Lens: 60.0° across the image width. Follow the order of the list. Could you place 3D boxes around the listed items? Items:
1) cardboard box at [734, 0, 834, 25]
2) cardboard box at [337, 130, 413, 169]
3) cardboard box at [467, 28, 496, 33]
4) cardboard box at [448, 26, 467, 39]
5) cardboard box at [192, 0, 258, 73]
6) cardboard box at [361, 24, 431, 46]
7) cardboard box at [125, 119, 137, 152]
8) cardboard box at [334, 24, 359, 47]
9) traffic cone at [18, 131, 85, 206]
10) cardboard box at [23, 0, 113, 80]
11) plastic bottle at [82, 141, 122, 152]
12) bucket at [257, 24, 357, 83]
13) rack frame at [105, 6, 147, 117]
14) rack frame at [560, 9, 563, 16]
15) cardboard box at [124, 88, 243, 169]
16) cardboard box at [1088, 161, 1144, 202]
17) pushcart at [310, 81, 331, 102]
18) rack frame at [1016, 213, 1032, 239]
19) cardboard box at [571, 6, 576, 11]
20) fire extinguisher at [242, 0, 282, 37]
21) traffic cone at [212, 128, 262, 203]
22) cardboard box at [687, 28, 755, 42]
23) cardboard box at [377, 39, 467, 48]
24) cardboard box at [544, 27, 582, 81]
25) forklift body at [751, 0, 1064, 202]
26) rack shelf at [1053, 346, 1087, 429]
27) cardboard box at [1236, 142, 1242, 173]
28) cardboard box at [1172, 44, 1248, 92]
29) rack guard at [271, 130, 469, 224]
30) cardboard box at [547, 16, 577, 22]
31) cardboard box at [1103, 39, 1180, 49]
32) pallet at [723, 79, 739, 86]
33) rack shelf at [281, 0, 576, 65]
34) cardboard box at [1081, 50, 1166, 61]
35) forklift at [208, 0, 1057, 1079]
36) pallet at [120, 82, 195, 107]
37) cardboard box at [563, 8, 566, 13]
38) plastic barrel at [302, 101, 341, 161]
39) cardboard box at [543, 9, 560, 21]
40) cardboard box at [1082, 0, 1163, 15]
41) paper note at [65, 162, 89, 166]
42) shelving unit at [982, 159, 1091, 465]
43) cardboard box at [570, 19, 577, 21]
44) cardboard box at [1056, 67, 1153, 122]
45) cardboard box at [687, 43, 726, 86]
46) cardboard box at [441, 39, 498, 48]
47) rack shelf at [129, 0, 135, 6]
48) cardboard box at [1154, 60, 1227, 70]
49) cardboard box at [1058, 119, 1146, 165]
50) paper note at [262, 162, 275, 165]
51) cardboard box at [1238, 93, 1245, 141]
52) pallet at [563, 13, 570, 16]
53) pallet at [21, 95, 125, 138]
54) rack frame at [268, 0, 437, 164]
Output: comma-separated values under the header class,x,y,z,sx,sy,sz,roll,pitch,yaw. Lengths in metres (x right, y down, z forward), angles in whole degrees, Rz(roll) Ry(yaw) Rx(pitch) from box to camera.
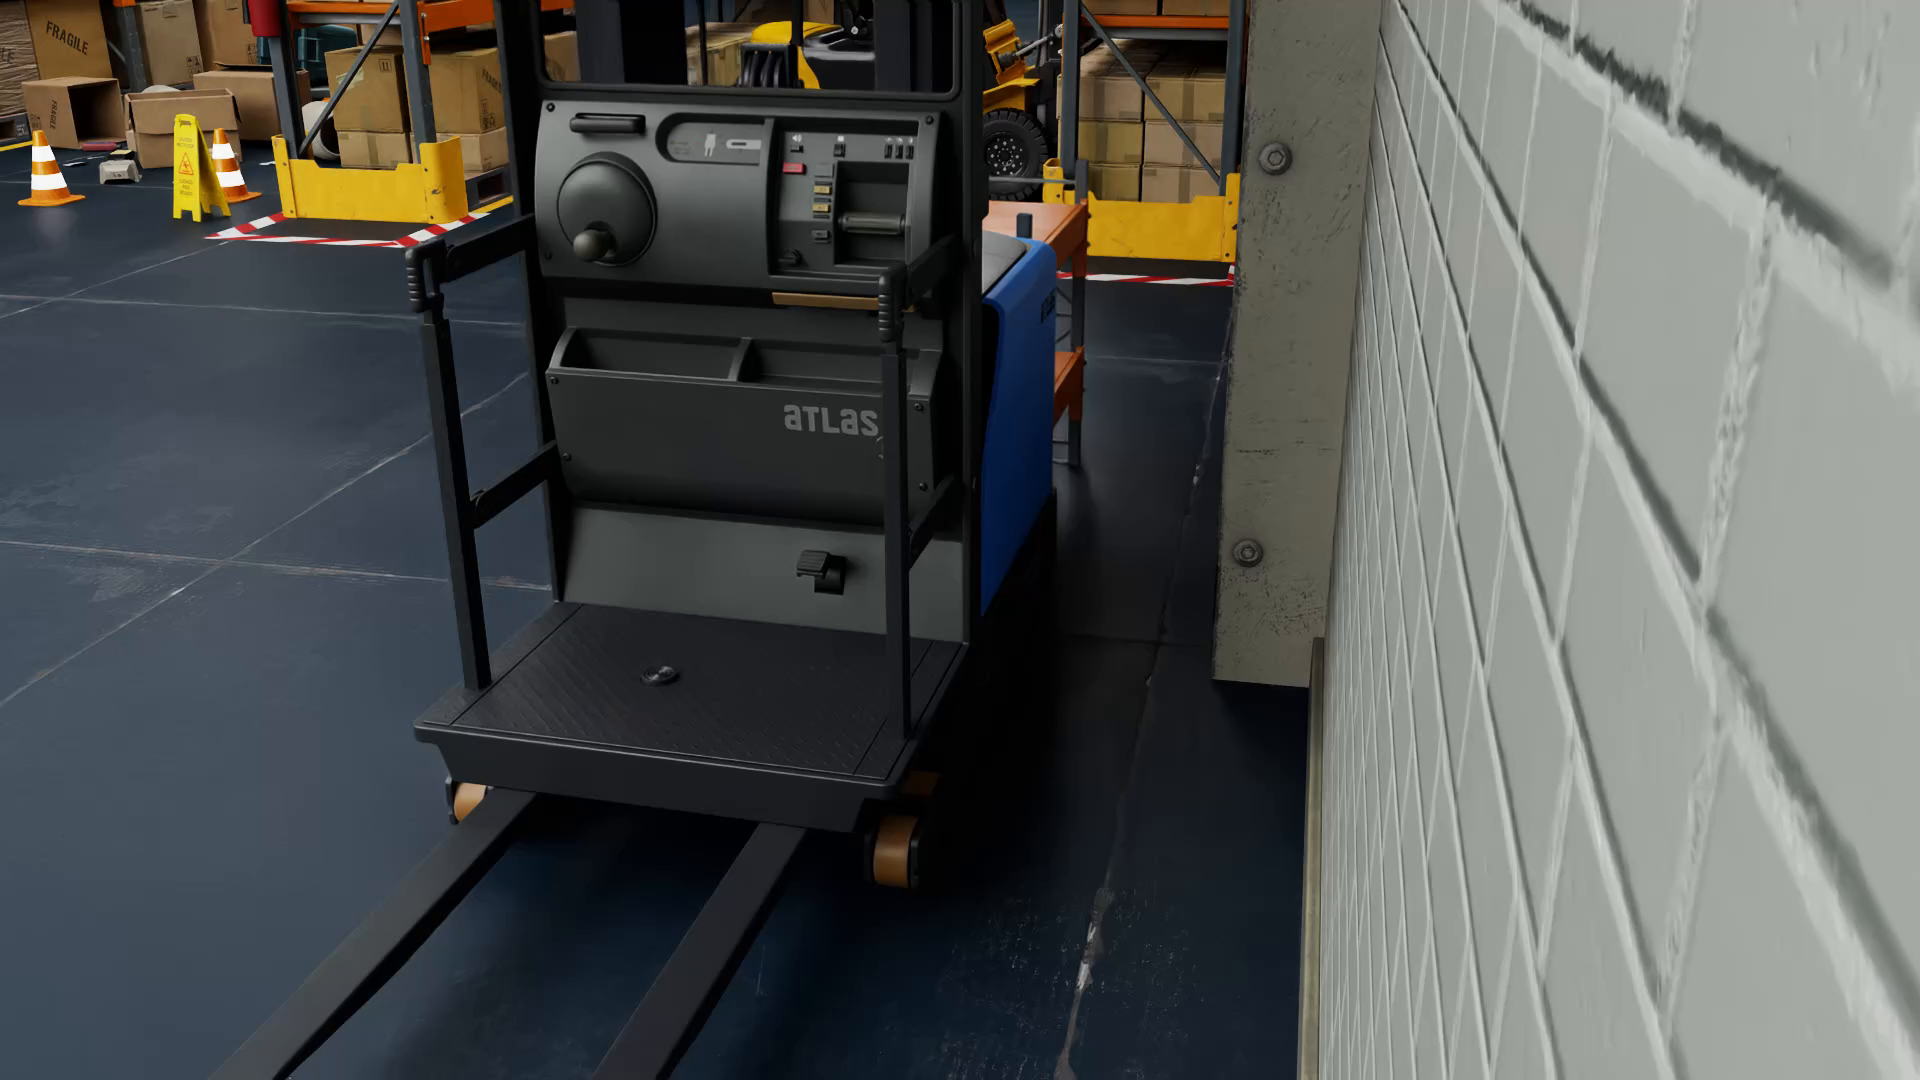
class,x,y,z,sx,sy,sz,roll,pitch,yaw
cardboard box,-1.927,-5.837,18.294,0.875,0.875,0.875,4,22,10
cardboard box,-3.876,-2.700,11.342,0.500,0.250,0.500,4,22,11
cardboard box,-3.556,-3.605,12.583,0.500,0.500,0.500,6,23,14
cardboard box,-3.755,-3.664,11.863,0.380,0.149,0.250,5,23,13
cardboard box,-7.593,-4.997,16.375,1.050,0.750,0.750,4,22,11
cardboard box,-3.865,-3.477,11.396,0.380,0.149,0.250,5,22,12
cardboard box,-6.380,-3.222,13.178,0.396,0.266,0.258,8,23,20
cardboard box,-7.228,-5.658,18.015,1.050,0.750,0.750,4,22,10
traffic cone,-6.113,-2.495,11.109,0.336,0.463,0.334,4,22,11
cardboard box,-8.029,-4.244,14.338,0.875,0.875,0.875,5,22,12
plastic bottle,-6.806,-3.129,13.222,0.283,0.061,0.133,-3,22,-8
bucket,-5.603,-4.221,14.345,0.726,0.611,0.620,13,15,29
rack frame,-7.832,-5.259,14.577,1.000,3.000,0.127,4,22,11
rack frame,-2.966,-4.919,13.732,1.000,3.000,0.127,4,22,11
cardboard box,-5.902,-3.134,12.640,0.797,0.503,0.637,-11,25,-26
cardboard box,0.865,-2.194,10.085,0.500,0.250,0.500,5,22,11
pushcart,-5.208,-3.858,14.608,1.648,0.377,0.936,-3,22,-8
rack frame,-0.032,-0.462,5.175,0.500,1.125,0.032,5,23,13
cardboard box,-5.586,-7.644,23.752,0.380,0.149,0.250,4,22,9
fire extinguisher,-4.256,-3.414,10.097,0.296,0.674,0.183,4,22,11
traffic cone,-4.957,-2.535,11.208,0.336,0.463,0.334,4,22,11
cardboard box,-2.417,-4.882,16.594,0.950,0.372,0.625,4,22,10
cardboard box,-3.771,-3.227,11.646,0.500,0.500,0.500,5,23,13
cardboard box,-3.029,-3.577,12.513,0.500,0.500,0.500,6,23,14
forklift body,-0.321,-3.518,11.389,2.313,2.155,1.214,4,22,11
rack shelf,0.087,-0.420,5.725,0.538,0.278,1.000,5,23,13
cardboard box,1.499,-2.346,10.461,0.500,0.250,0.500,5,22,11
cardboard box,1.684,-3.176,11.183,0.500,0.250,0.500,4,22,10
rack guard,-3.766,-2.324,10.636,1.175,0.500,0.348,4,22,11
cardboard box,-3.350,-3.991,13.542,0.500,0.500,0.500,6,23,13
cardboard box,1.284,-3.403,11.748,0.500,0.250,0.500,5,23,13
pallet,-2.562,-4.358,16.071,1.003,0.211,1.213,4,22,11
rack shelf,-3.374,-3.854,12.050,1.077,0.370,4.000,4,22,11
cardboard box,1.058,-3.027,10.814,0.500,0.250,0.500,5,22,12
forklift,-0.548,-0.753,3.478,1.130,2.935,3.031,5,23,13
pallet,-7.749,-4.254,15.813,1.003,0.211,1.213,4,22,11
cardboard box,-5.754,-7.455,23.283,0.380,0.149,0.250,4,22,10
plastic barrel,-4.843,-3.132,12.743,0.421,0.421,0.512,-16,27,-35
cardboard box,-3.435,-4.251,13.319,0.380,0.149,0.250,5,22,12
cardboard box,0.921,-3.326,9.641,0.500,0.500,0.500,4,22,10
paper note,-6.675,-2.847,12.564,0.144,0.017,0.142,13,25,29
shelving unit,0.087,-0.647,5.633,0.538,1.125,1.048,5,23,13
cardboard box,-2.824,-3.949,13.439,0.500,0.500,0.500,4,22,10
cardboard box,0.867,-2.655,9.889,0.500,0.250,0.500,5,23,13
cardboard box,-2.718,-4.350,15.275,0.950,0.372,0.625,6,23,14
cardboard box,-3.240,-3.198,11.572,0.500,0.500,0.500,4,22,9
rack shelf,-7.424,-5.657,16.528,1.077,0.370,4.000,4,22,11
cardboard box,1.460,-2.807,10.267,0.500,0.250,0.500,4,22,11
cardboard box,0.871,-2.432,10.006,0.500,0.250,0.500,4,22,10
paper note,-5.218,-2.870,12.634,0.148,0.019,0.142,13,25,29
cardboard box,1.586,-2.758,10.816,0.500,0.250,0.500,5,22,12
pallet,-6.097,-7.140,22.979,1.003,0.211,1.213,4,22,11
pallet,-8.064,-3.694,14.422,1.003,0.211,1.213,4,22,11
rack frame,-3.782,-3.456,10.100,1.000,3.000,0.127,4,22,11
